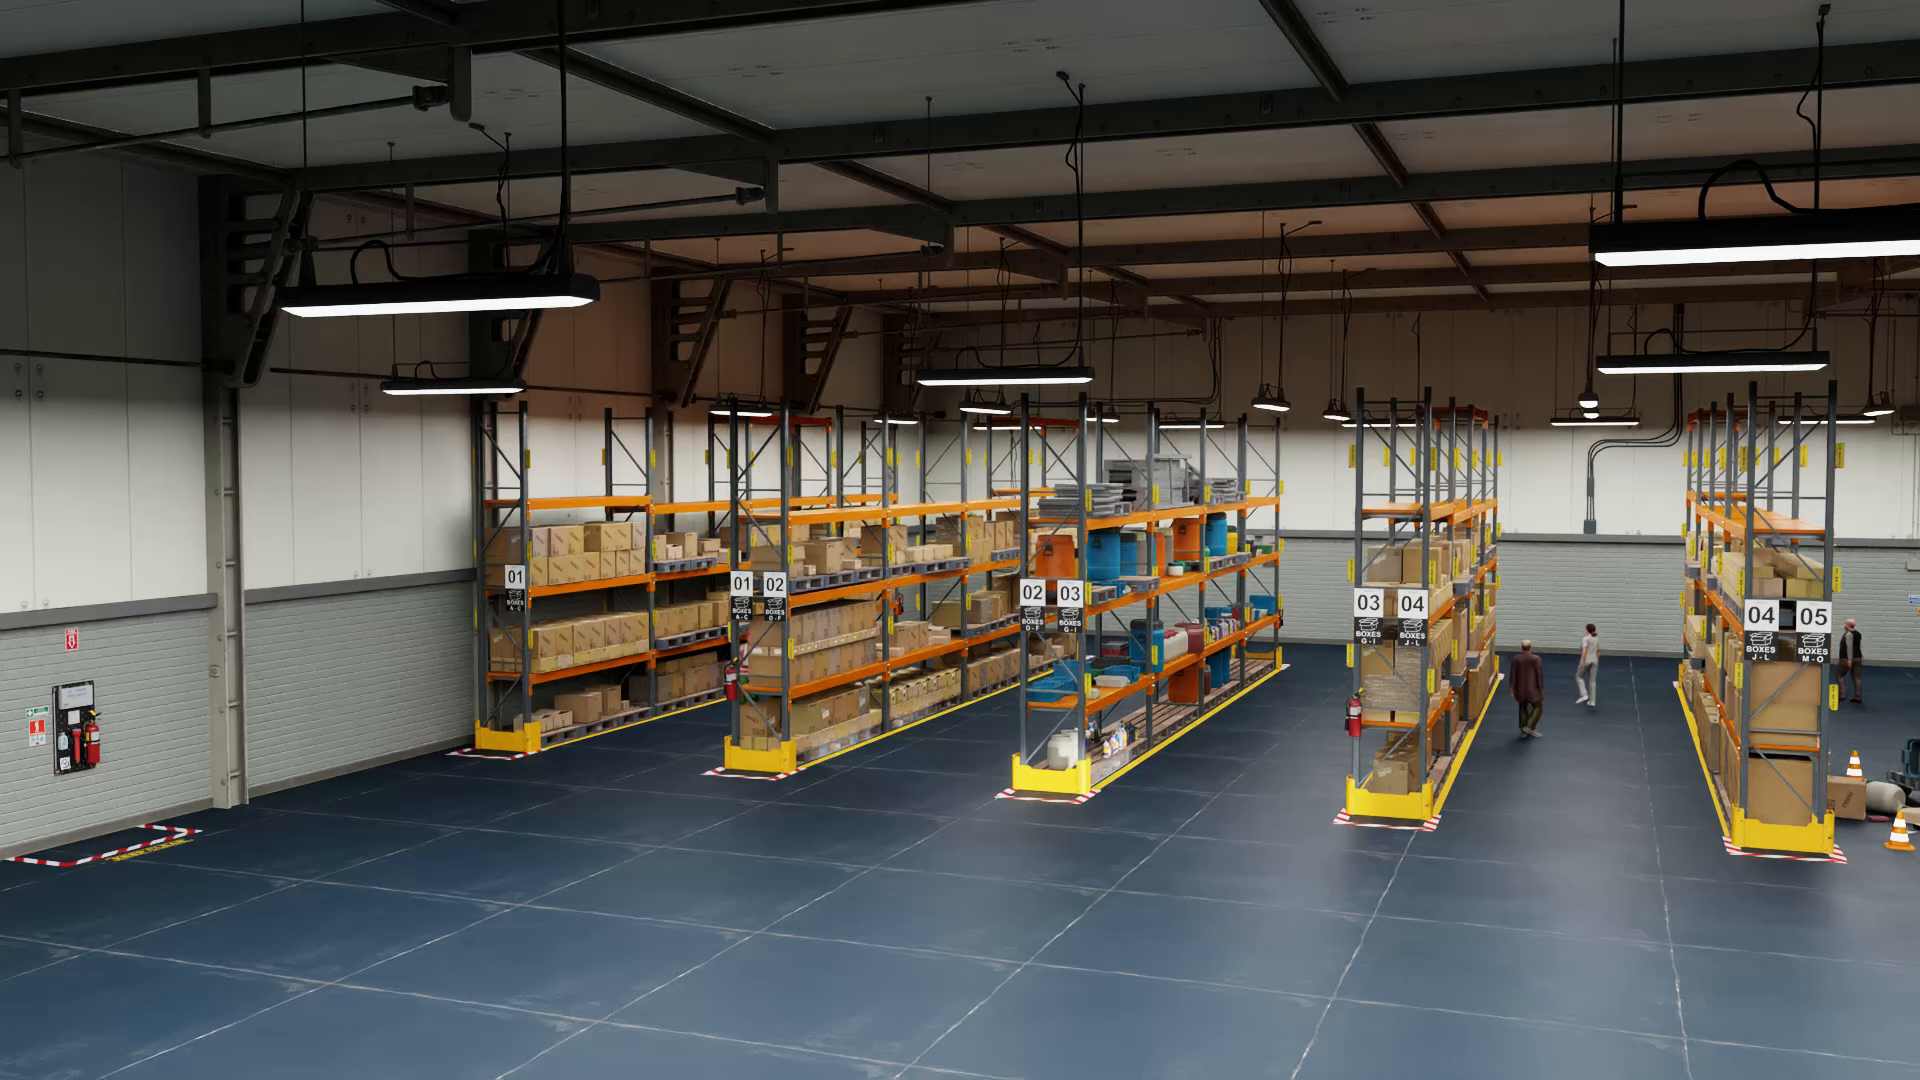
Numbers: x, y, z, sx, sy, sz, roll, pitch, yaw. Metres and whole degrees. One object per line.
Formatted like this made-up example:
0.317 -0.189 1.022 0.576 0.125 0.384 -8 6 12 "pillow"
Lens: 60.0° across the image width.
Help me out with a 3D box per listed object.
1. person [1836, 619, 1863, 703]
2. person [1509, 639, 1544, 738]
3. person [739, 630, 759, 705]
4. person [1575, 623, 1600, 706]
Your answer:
18.317 2.504 34.115 0.517 1.757 0.585 0 3 -10 "person"
10.146 2.669 29.786 0.625 1.777 0.605 2 3 34 "person"
-3.949 2.599 31.218 0.562 1.804 0.671 0 3 -2 "person"
12.775 2.516 33.695 0.457 1.647 0.535 0 3 -1 "person"
